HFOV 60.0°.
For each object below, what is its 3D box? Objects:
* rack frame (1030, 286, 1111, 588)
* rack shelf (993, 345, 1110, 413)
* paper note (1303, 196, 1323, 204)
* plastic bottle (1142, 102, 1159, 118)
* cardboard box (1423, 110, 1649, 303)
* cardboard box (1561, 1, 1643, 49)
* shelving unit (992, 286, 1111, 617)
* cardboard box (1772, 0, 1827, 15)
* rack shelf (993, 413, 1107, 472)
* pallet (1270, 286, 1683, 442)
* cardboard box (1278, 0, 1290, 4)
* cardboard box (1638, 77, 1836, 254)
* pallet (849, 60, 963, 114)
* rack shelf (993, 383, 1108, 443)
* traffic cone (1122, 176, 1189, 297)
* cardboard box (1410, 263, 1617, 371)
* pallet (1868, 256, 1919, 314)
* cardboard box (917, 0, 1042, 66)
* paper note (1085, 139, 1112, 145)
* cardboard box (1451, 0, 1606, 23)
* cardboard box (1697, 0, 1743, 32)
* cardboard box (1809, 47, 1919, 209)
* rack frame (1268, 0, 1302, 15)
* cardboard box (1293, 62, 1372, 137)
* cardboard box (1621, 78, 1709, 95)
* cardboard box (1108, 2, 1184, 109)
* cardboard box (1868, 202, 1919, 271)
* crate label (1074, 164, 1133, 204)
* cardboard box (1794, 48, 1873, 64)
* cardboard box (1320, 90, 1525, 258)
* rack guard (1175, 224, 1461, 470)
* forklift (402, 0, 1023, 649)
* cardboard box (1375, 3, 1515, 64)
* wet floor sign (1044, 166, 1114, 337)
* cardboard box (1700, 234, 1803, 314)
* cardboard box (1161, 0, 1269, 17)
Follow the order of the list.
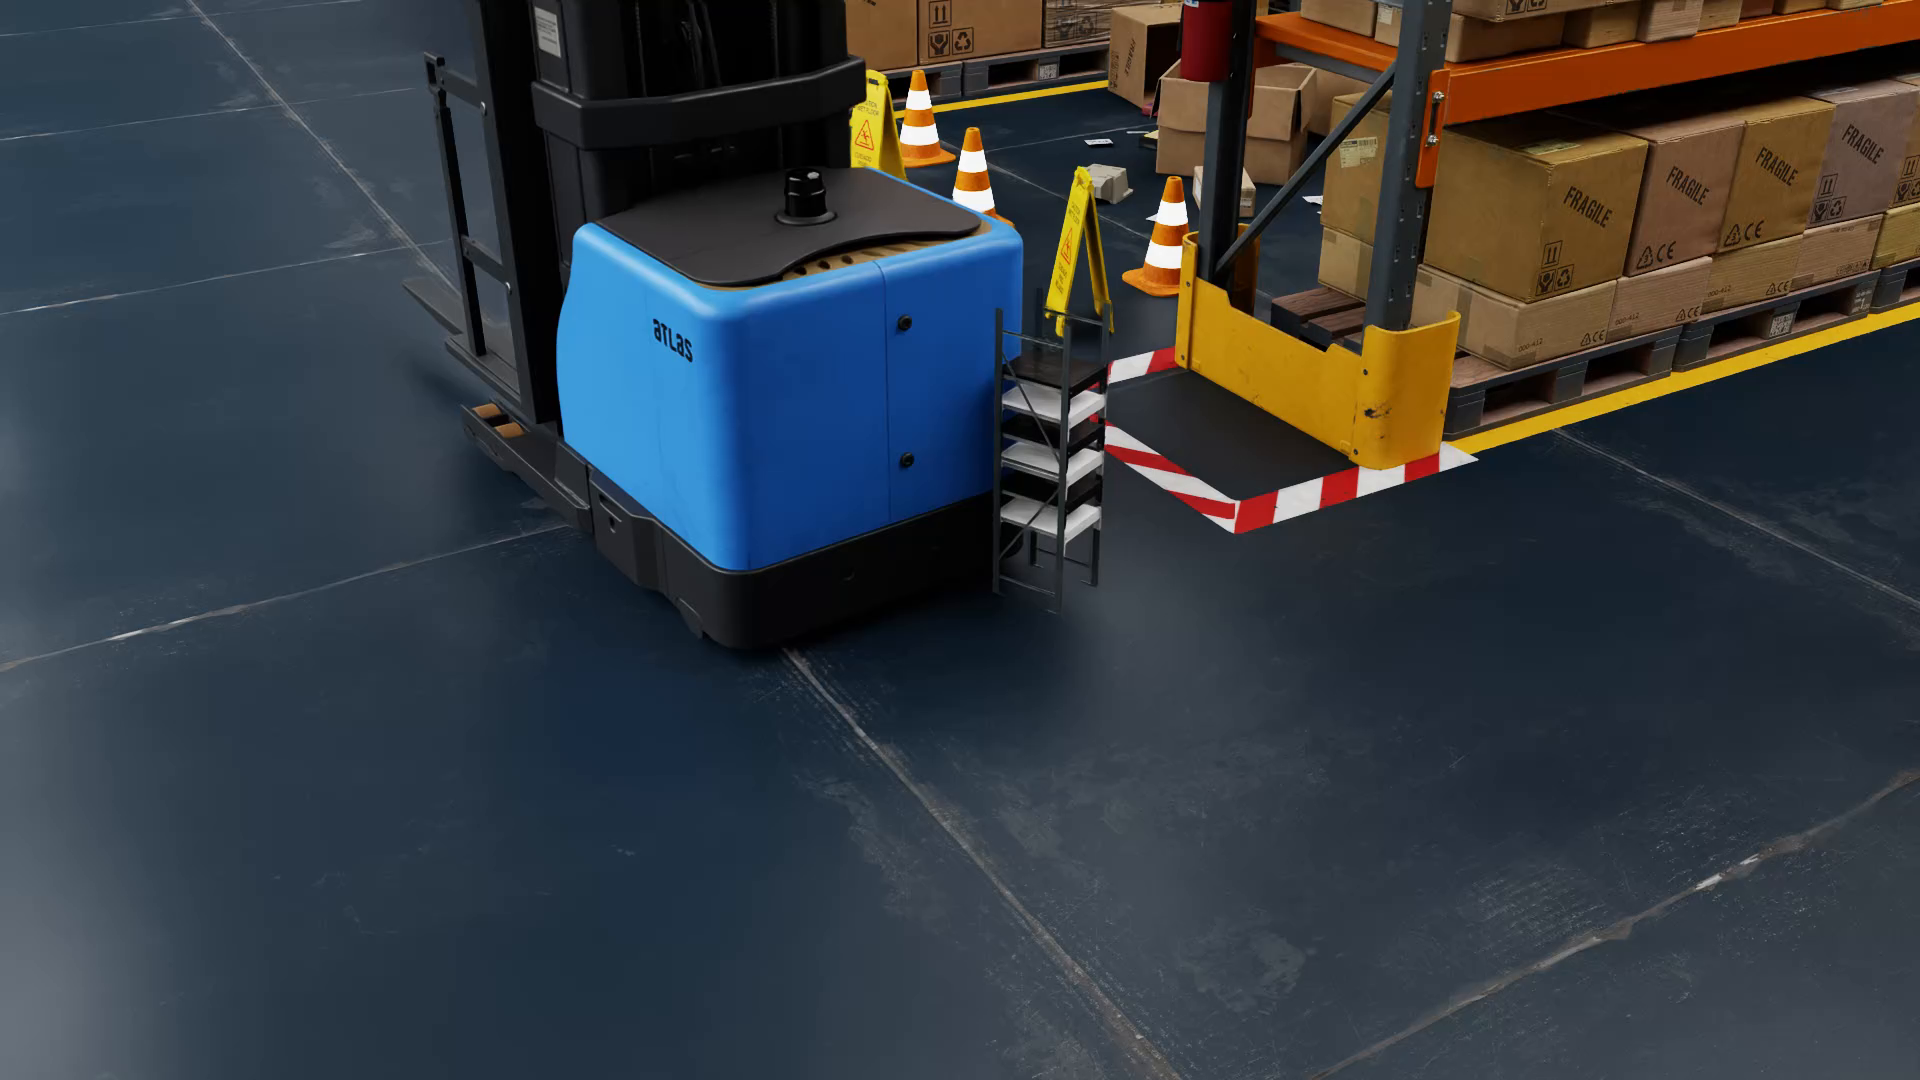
[{"bbox_3d":[0.314,-0.285,4.835,0.240,0.900,0.006,19,34,30],"label":"rack frame"},{"bbox_3d":[0.255,-0.452,4.648,0.258,0.077,0.200,19,34,30],"label":"rack shelf"},{"bbox_3d":[1.811,-1.709,8.326,0.142,0.019,0.148,-5,29,-9],"label":"paper note"},{"bbox_3d":[1.219,-2.504,9.724,0.283,0.061,0.133,22,36,34],"label":"plastic bottle"},{"bbox_3d":[2.052,-1.204,5.963,0.500,0.500,0.500,-17,33,-28],"label":"cardboard box"},{"bbox_3d":[2.074,-1.793,5.655,0.250,0.149,0.380,-17,33,-28],"label":"cardboard box"},{"bbox_3d":[0.255,-0.245,4.763,0.258,0.900,0.210,19,34,30],"label":"shelving unit"},{"bbox_3d":[2.962,-2.056,6.130,0.250,0.149,0.380,-17,33,-28],"label":"cardboard box"},{"bbox_3d":[0.255,-0.295,4.735,0.258,0.077,0.200,19,34,30],"label":"rack shelf"},{"bbox_3d":[1.980,-0.789,6.462,1.213,0.211,1.003,-16,33,-26],"label":"pallet"},{"bbox_3d":[2.540,-4.212,11.672,0.750,0.750,1.050,-16,33,-27],"label":"cardboard box"},{"bbox_3d":[2.937,-1.453,6.414,0.500,0.500,0.500,-15,32,-25],"label":"cardboard box"},{"bbox_3d":[-0.749,-2.852,10.200,1.213,0.211,1.003,-16,33,-26],"label":"pallet"},{"bbox_3d":[0.255,-0.374,4.692,0.258,0.077,0.200,19,34,30],"label":"rack shelf"},{"bbox_3d":[0.914,-1.340,7.198,0.334,0.463,0.336,-16,33,-26],"label":"traffic cone"},{"bbox_3d":[2.032,-0.870,6.133,0.500,0.250,0.500,-16,33,-27],"label":"cardboard box"},{"bbox_3d":[4.084,-1.387,7.544,1.213,0.211,1.003,-16,33,-26],"label":"pallet"},{"bbox_3d":[-0.090,-3.508,10.267,0.875,0.875,0.875,-16,33,-27],"label":"cardboard box"},{"bbox_3d":[0.778,-2.211,9.226,0.142,0.017,0.144,-5,29,-9],"label":"paper note"},{"bbox_3d":[1.745,-1.982,5.326,0.500,0.500,0.500,-16,33,-27],"label":"cardboard box"},{"bbox_3d":[2.522,-1.914,5.873,0.250,0.149,0.380,-15,32,-25],"label":"cardboard box"},{"bbox_3d":[3.833,-1.713,6.885,0.500,0.500,0.500,-15,32,-25],"label":"cardboard box"},{"bbox_3d":[2.050,-4.824,10.887,0.127,3.000,1.000,-16,33,-26],"label":"rack frame"},{"bbox_3d":[2.230,-2.491,9.102,0.503,0.637,0.797,-16,33,-26],"label":"cardboard box"},{"bbox_3d":[2.642,-1.670,6.807,0.500,0.500,0.500,-17,33,-27],"label":"cardboard box"},{"bbox_3d":[1.232,-2.923,10.027,0.500,0.500,0.500,-10,30,-18],"label":"cardboard box"},{"bbox_3d":[3.817,-1.375,7.049,0.500,0.250,0.500,-17,33,-28],"label":"cardboard box"},{"bbox_3d":[0.704,-1.794,8.360,0.250,0.136,0.298,15,32,26],"label":"crate label"},{"bbox_3d":[3.544,-1.927,7.273,0.500,0.500,0.500,-14,32,-24],"label":"cardboard box"},{"bbox_3d":[1.755,-1.421,6.355,0.500,0.500,0.500,-16,33,-26],"label":"cardboard box"},{"bbox_3d":[1.262,-0.732,6.059,0.348,0.500,1.175,-16,33,-26],"label":"rack guard"},{"bbox_3d":[-1.081,-1.640,5.188,1.130,2.935,3.031,-19,34,-31],"label":"forklift"},{"bbox_3d":[1.594,-1.694,5.476,0.250,0.149,0.380,-16,33,-26],"label":"cardboard box"},{"bbox_3d":[0.490,-1.176,6.713,0.232,0.644,0.267,-5,29,-9],"label":"wet floor sign"},{"bbox_3d":[2.940,-1.130,6.605,0.500,0.250,0.500,-14,32,-23],"label":"cardboard box"},{"bbox_3d":[1.472,-3.953,11.073,0.875,0.875,0.875,-15,32,-26],"label":"cardboard box"}]
